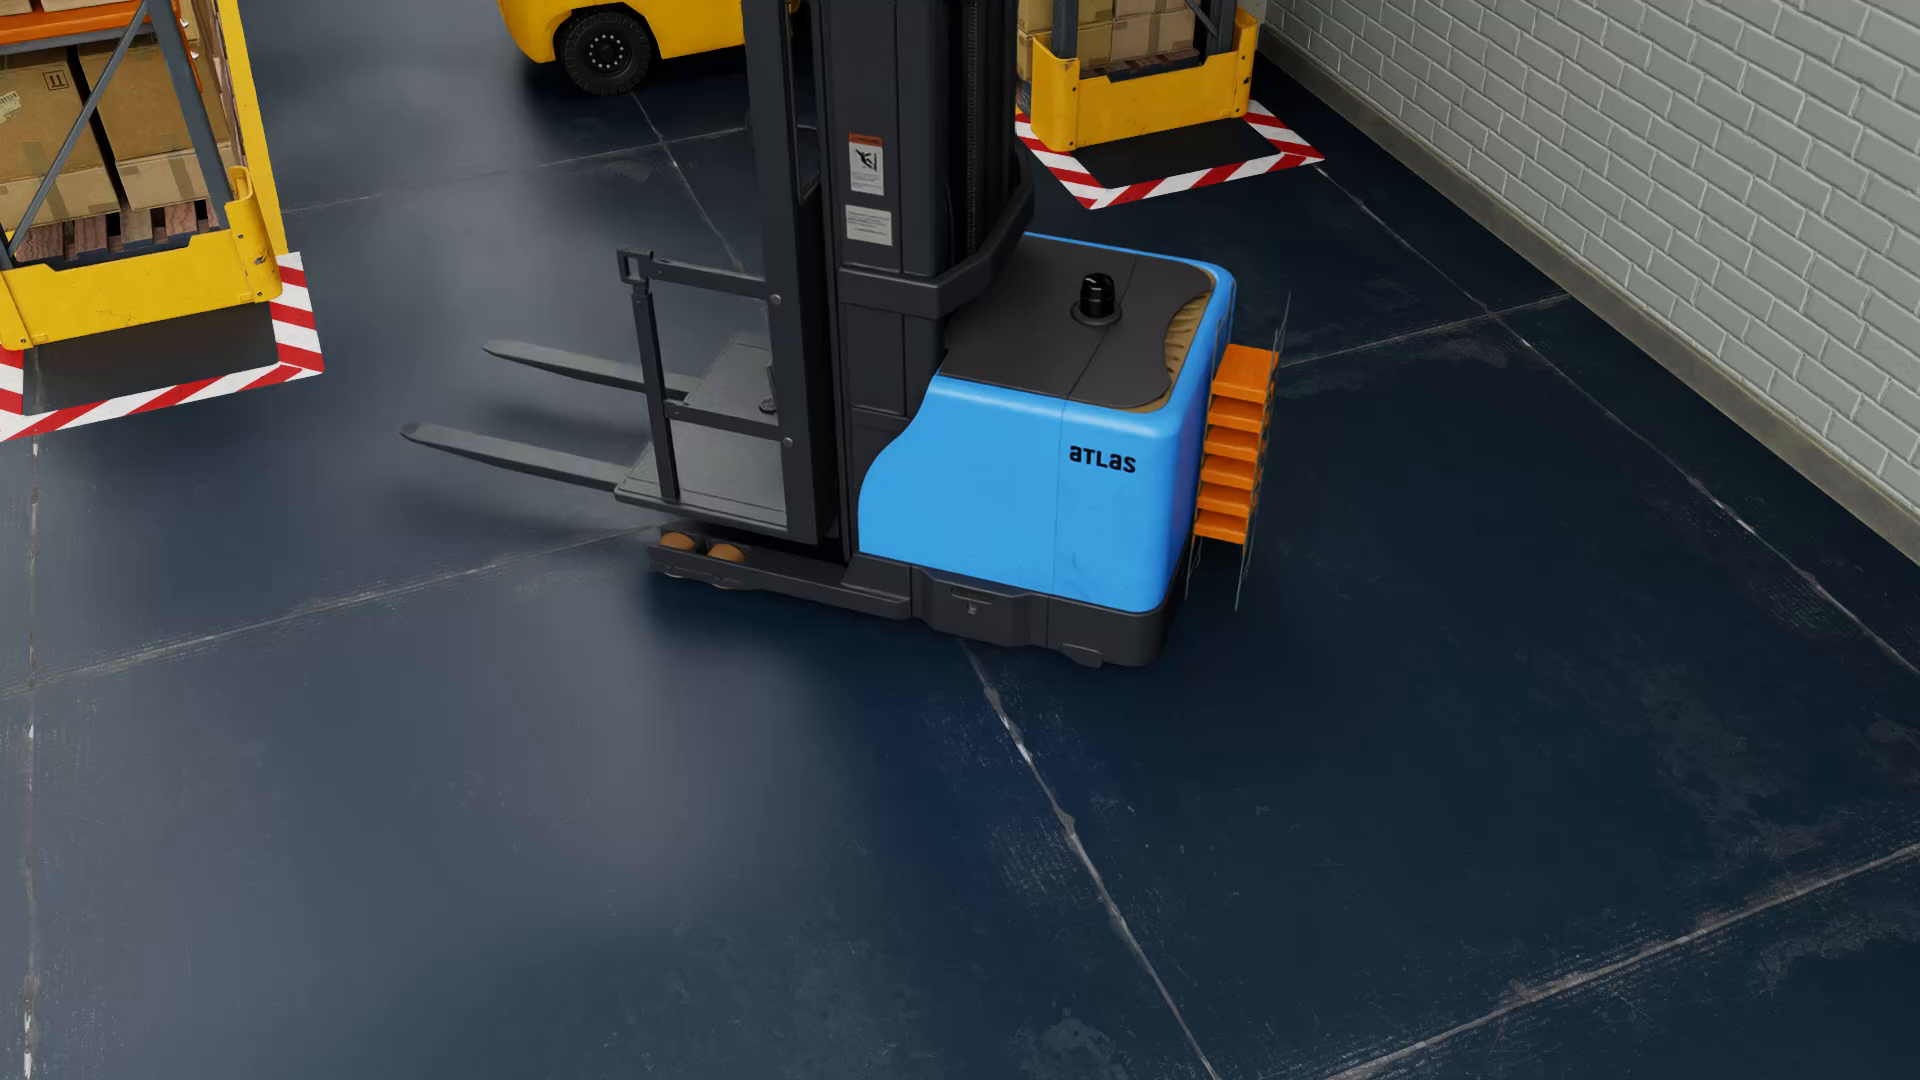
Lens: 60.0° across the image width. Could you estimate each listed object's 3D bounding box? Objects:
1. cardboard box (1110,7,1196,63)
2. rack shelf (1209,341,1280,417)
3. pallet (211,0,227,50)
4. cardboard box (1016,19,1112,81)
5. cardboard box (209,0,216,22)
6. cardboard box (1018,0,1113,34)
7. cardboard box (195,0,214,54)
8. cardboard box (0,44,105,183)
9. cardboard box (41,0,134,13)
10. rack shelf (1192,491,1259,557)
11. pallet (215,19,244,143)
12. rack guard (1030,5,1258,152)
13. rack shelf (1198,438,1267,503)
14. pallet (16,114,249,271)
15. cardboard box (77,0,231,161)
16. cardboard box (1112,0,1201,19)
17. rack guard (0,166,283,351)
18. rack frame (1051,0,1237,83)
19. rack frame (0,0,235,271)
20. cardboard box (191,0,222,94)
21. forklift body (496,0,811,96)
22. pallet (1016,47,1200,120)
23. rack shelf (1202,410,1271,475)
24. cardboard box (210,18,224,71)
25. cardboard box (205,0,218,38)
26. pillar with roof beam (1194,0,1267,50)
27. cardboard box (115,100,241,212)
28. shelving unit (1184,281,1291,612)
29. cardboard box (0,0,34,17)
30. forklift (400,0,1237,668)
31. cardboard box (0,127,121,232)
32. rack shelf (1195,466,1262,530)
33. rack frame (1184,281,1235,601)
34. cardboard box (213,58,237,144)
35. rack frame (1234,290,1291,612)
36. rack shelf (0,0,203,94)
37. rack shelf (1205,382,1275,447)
[{"bbox_3d":[0.940,-2.850,9.050,0.500,0.250,0.500,-15,43,-17],"label":"cardboard box"},{"bbox_3d":[0.936,-0.531,5.463,0.180,0.103,0.258,12,42,14],"label":"rack shelf"},{"bbox_3d":[-4.878,-3.105,9.698,1.003,0.211,1.213,-15,43,-17],"label":"pallet"},{"bbox_3d":[0.476,-2.709,8.887,0.500,0.250,0.500,-15,43,-17],"label":"cardboard box"},{"bbox_3d":[-4.480,-3.067,9.303,0.500,0.250,0.500,-16,43,-18],"label":"cardboard box"},{"bbox_3d":[0.473,-2.910,8.737,0.500,0.250,0.500,-16,43,-17],"label":"cardboard box"},{"bbox_3d":[-4.088,-2.736,8.343,0.500,0.500,0.500,-14,43,-16],"label":"cardboard box"},{"bbox_3d":[-4.184,-1.967,7.448,0.500,0.500,0.500,-15,43,-17],"label":"cardboard box"},{"bbox_3d":[-3.576,-2.309,6.827,0.380,0.149,0.250,-15,43,-17],"label":"cardboard box"},{"bbox_3d":[0.936,-0.076,5.854,0.180,0.103,0.258,12,42,14],"label":"rack shelf"},{"bbox_3d":[-4.407,-2.368,8.842,1.003,0.211,1.213,-15,43,-17],"label":"pallet"},{"bbox_3d":[0.957,-2.426,8.688,1.175,0.500,0.348,-15,43,-17],"label":"rack guard"},{"bbox_3d":[0.936,-0.258,5.698,0.180,0.103,0.258,12,42,14],"label":"rack shelf"},{"bbox_3d":[-3.944,-1.635,7.989,1.003,0.211,1.213,-15,43,-17],"label":"pallet"},{"bbox_3d":[-3.700,-2.118,7.624,0.500,0.500,0.500,-16,43,-18],"label":"cardboard box"},{"bbox_3d":[0.960,-3.030,8.876,0.500,0.250,0.500,-14,43,-16],"label":"cardboard box"},{"bbox_3d":[-3.666,-1.246,7.316,1.175,0.500,0.348,-15,43,-17],"label":"rack guard"},{"bbox_3d":[0.948,-3.389,7.890,1.000,3.000,0.127,-15,43,-17],"label":"rack frame"},{"bbox_3d":[-3.637,-2.148,6.447,1.000,3.000,0.127,-15,43,-17],"label":"rack frame"},{"bbox_3d":[-3.904,-2.432,7.989,0.500,0.500,0.500,-17,43,-18],"label":"cardboard box"},{"bbox_3d":[-1.463,-3.754,8.966,2.313,2.155,1.214,-15,43,-17],"label":"forklift body"},{"bbox_3d":[0.616,-2.782,9.323,1.003,0.211,1.213,-15,43,-17],"label":"pallet"},{"bbox_3d":[0.936,-0.349,5.620,0.180,0.103,0.258,12,42,14],"label":"rack shelf"},{"bbox_3d":[-4.099,-2.455,8.591,0.500,0.250,0.500,-12,42,-14],"label":"cardboard box"},{"bbox_3d":[-4.290,-2.759,8.945,0.500,0.250,0.500,-14,43,-16],"label":"cardboard box"},{"bbox_3d":[-2.463,-5.234,5.434,9.100,9.000,0.400,-15,43,-17],"label":"pillar with roof beam"},{"bbox_3d":[-3.690,-1.820,7.852,0.500,0.250,0.500,-15,43,-17],"label":"cardboard box"},{"bbox_3d":[0.936,-0.292,5.669,0.189,1.200,0.258,12,42,14],"label":"shelving unit"},{"bbox_3d":[-3.978,-2.225,6.729,0.380,0.149,0.250,-14,43,-15],"label":"cardboard box"},{"bbox_3d":[-0.614,-1.246,5.450,3.031,2.935,1.130,12,42,14],"label":"forklift"},{"bbox_3d":[-4.204,-1.699,7.712,0.500,0.250,0.500,-15,43,-17],"label":"cardboard box"},{"bbox_3d":[0.936,-0.167,5.776,0.180,0.103,0.258,12,42,14],"label":"rack shelf"},{"bbox_3d":[0.850,-0.310,5.691,0.006,1.200,0.240,12,42,14],"label":"rack frame"},{"bbox_3d":[-3.878,-2.129,8.212,0.500,0.250,0.500,-14,43,-15],"label":"cardboard box"},{"bbox_3d":[1.023,-0.273,5.647,0.006,1.200,0.240,12,42,14],"label":"rack frame"},{"bbox_3d":[-4.402,-3.080,8.083,1.077,0.370,4.000,-15,43,-17],"label":"rack shelf"},{"bbox_3d":[0.936,-0.440,5.541,0.180,0.103,0.258,12,42,14],"label":"rack shelf"}]
